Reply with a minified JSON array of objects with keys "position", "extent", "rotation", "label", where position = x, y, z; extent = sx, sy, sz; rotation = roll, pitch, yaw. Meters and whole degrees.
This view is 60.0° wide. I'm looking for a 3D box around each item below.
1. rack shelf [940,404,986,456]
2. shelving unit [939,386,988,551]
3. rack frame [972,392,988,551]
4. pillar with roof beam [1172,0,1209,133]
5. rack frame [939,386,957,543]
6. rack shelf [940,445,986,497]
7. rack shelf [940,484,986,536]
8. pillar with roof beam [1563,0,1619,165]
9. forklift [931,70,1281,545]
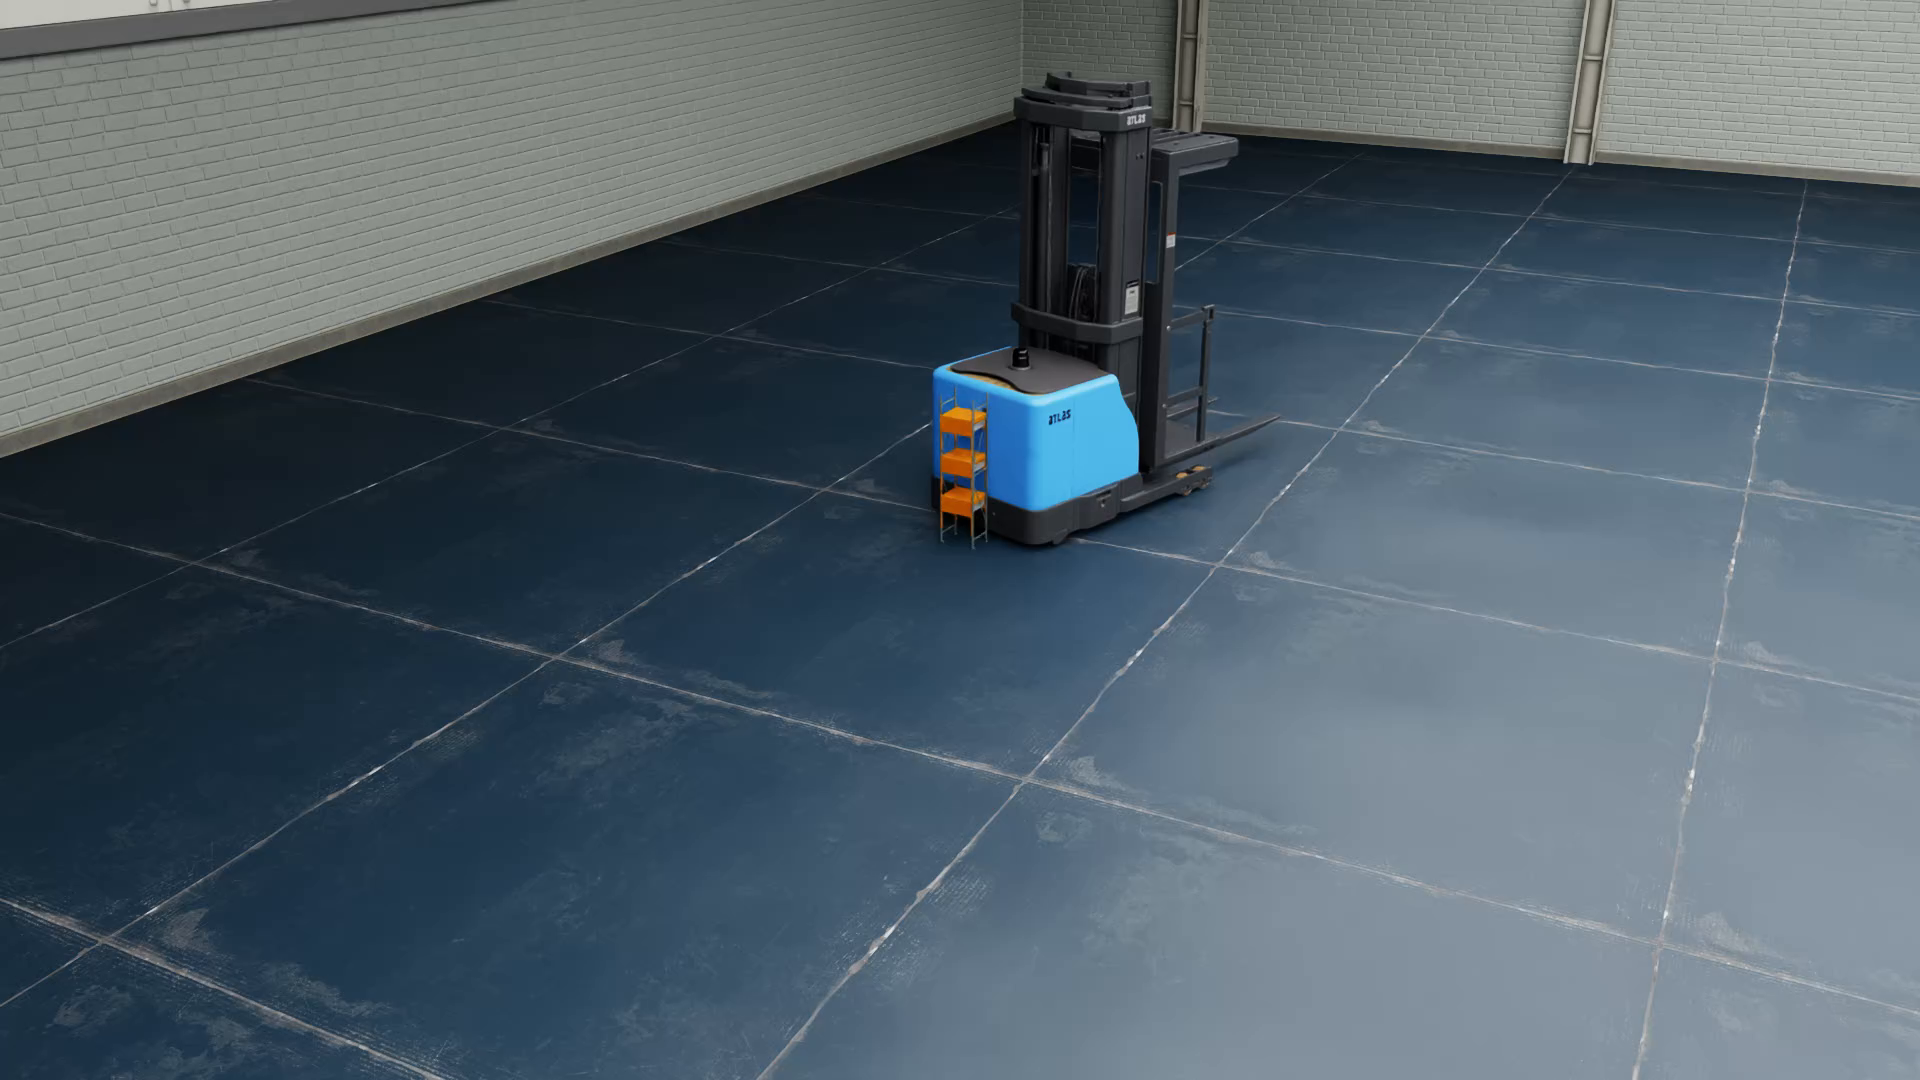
[{"position":[0.026,-0.721,10.905],"extent":[0.240,0.259,0.215],"rotation":[13,26,28],"label":"rack shelf"},{"position":[0.026,-0.469,11.012],"extent":[0.252,1.050,0.215],"rotation":[13,26,28],"label":"shelving unit"},{"position":[0.131,-0.445,10.954],"extent":[0.008,1.050,0.200],"rotation":[13,26,28],"label":"rack frame"},{"position":[1.691,-9.183,21.345],"extent":[0.400,9.000,9.100],"rotation":[11,25,25],"label":"pillar with roof beam"},{"position":[-0.078,-0.494,11.069],"extent":[0.008,1.050,0.200],"rotation":[13,26,28],"label":"rack frame"},{"position":[0.026,-0.459,11.016],"extent":[0.240,0.259,0.215],"rotation":[13,26,28],"label":"rack shelf"},{"position":[0.027,-0.204,11.124],"extent":[0.240,0.259,0.215],"rotation":[13,26,28],"label":"rack shelf"},{"position":[7.046,-8.124,18.853],"extent":[0.400,9.000,9.100],"rotation":[11,25,25],"label":"pillar with roof beam"},{"position":[1.200,-1.795,11.726],"extent":[3.031,2.935,1.130],"rotation":[-21,31,-40],"label":"forklift"}]
